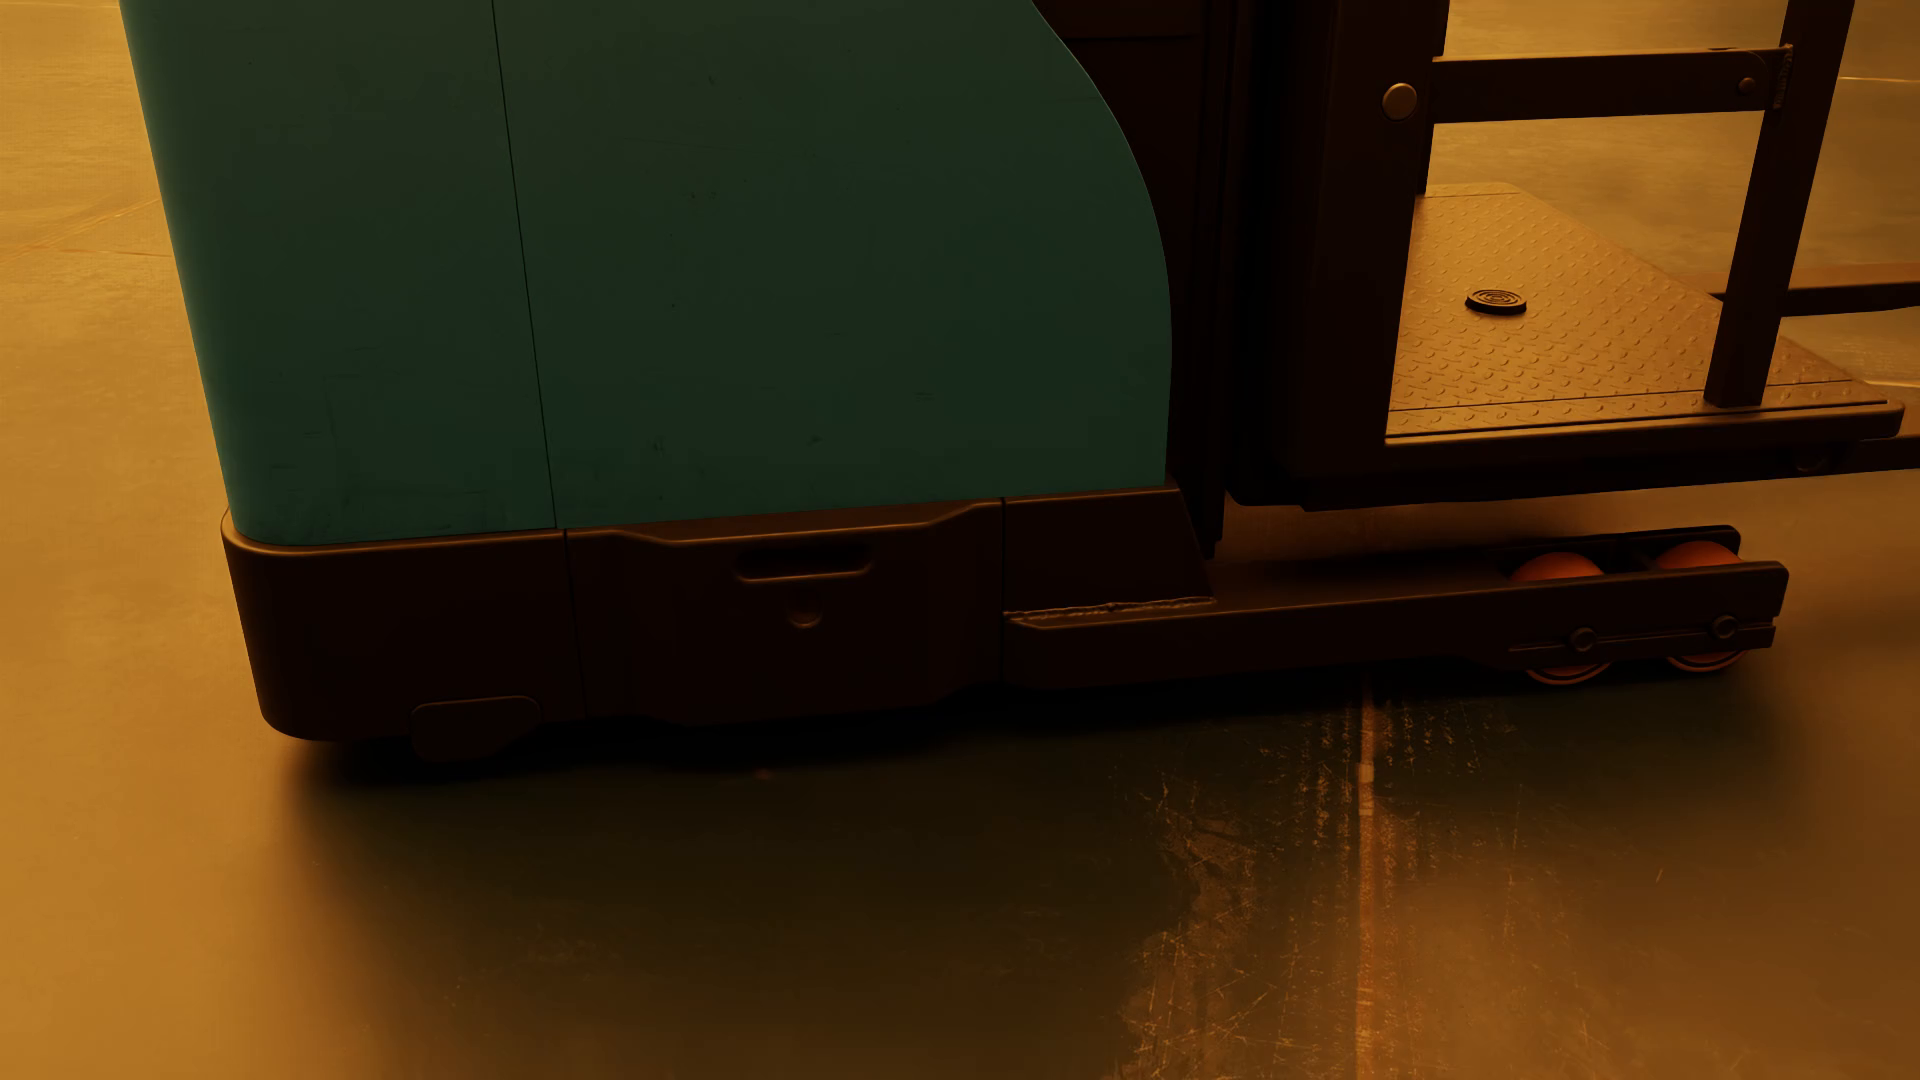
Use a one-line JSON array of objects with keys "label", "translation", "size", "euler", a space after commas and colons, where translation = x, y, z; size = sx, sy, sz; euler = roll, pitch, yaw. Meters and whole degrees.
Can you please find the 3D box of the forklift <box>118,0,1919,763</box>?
[{"label": "forklift", "translation": [0.600, -1.354, 1.930], "size": [3.031, 2.935, 1.130], "euler": [-4, 27, -9]}]
